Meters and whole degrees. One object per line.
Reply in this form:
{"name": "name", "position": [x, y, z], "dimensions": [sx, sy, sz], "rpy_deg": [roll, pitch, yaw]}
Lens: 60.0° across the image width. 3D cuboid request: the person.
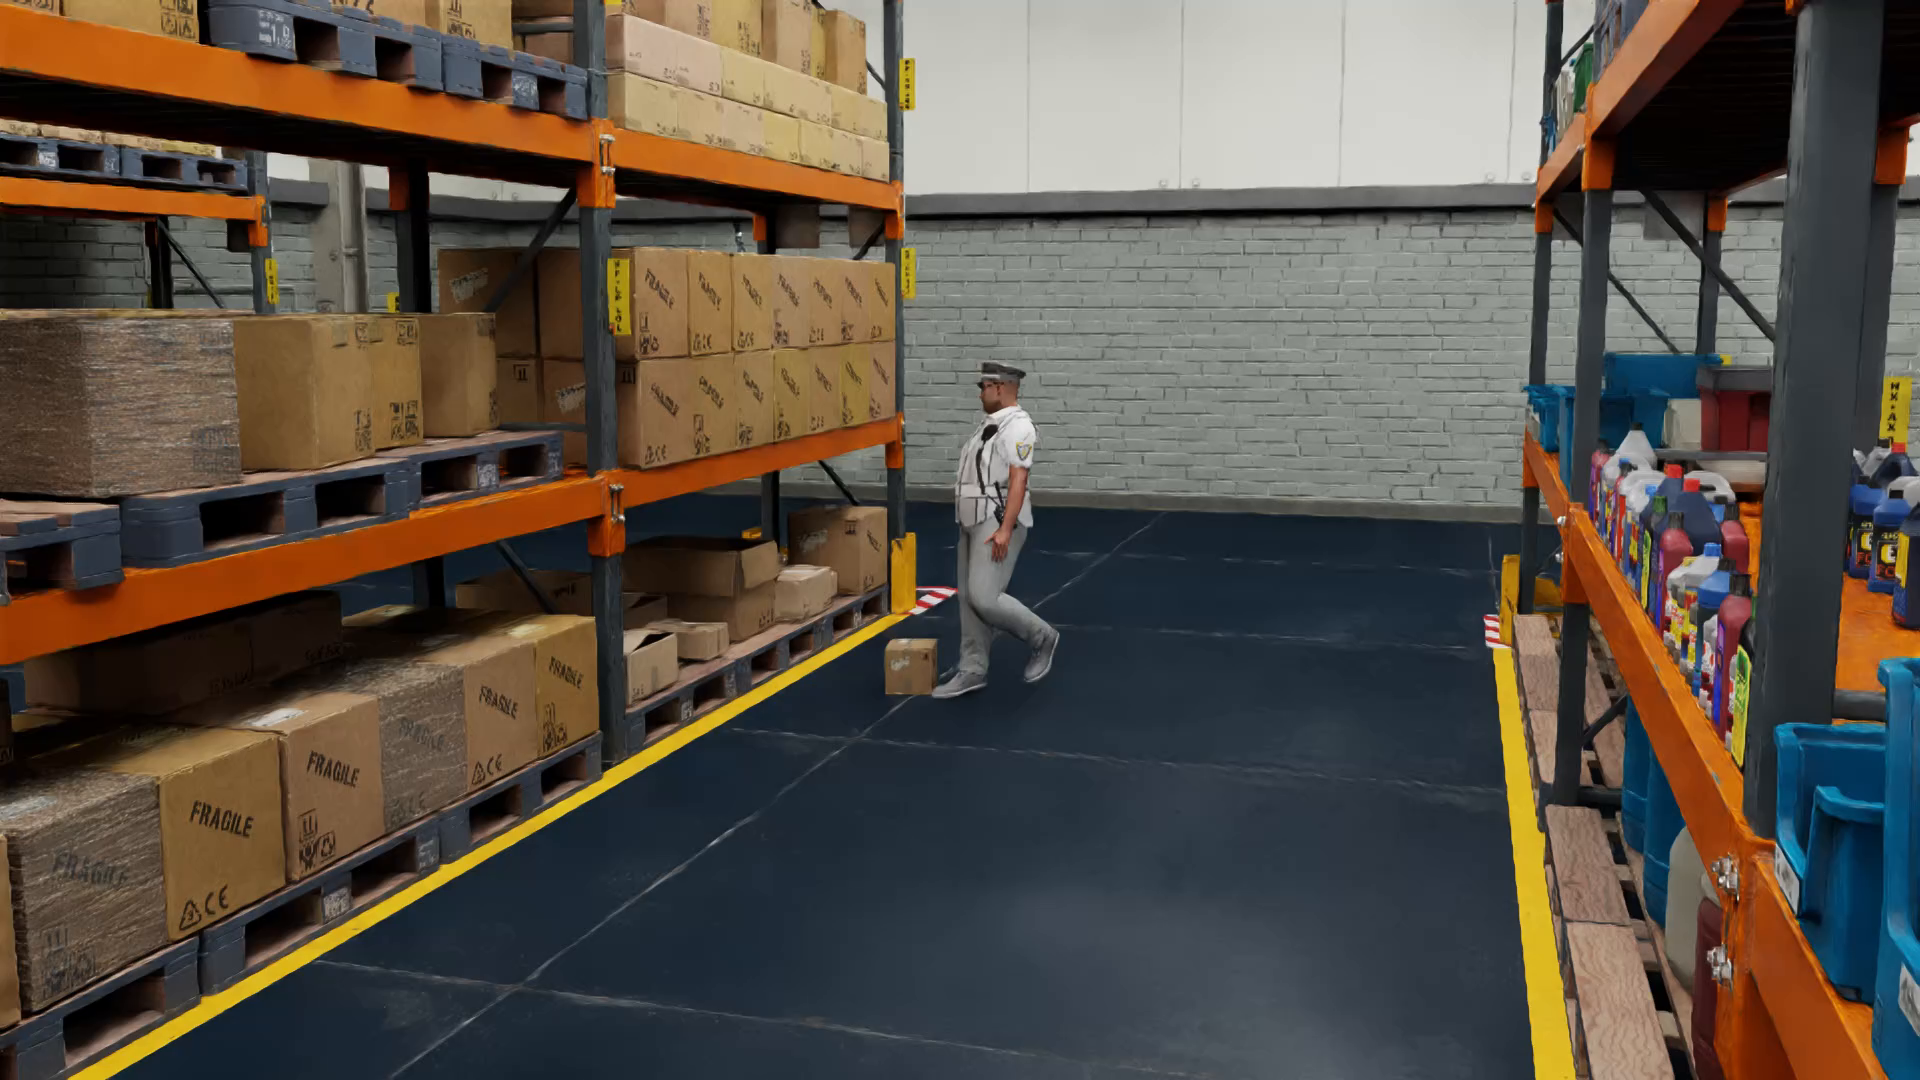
{"name": "person", "position": [0.162, -0.053, 8.725], "dimensions": [0.683, 1.753, 0.585], "rpy_deg": [-3, 9, -22]}
